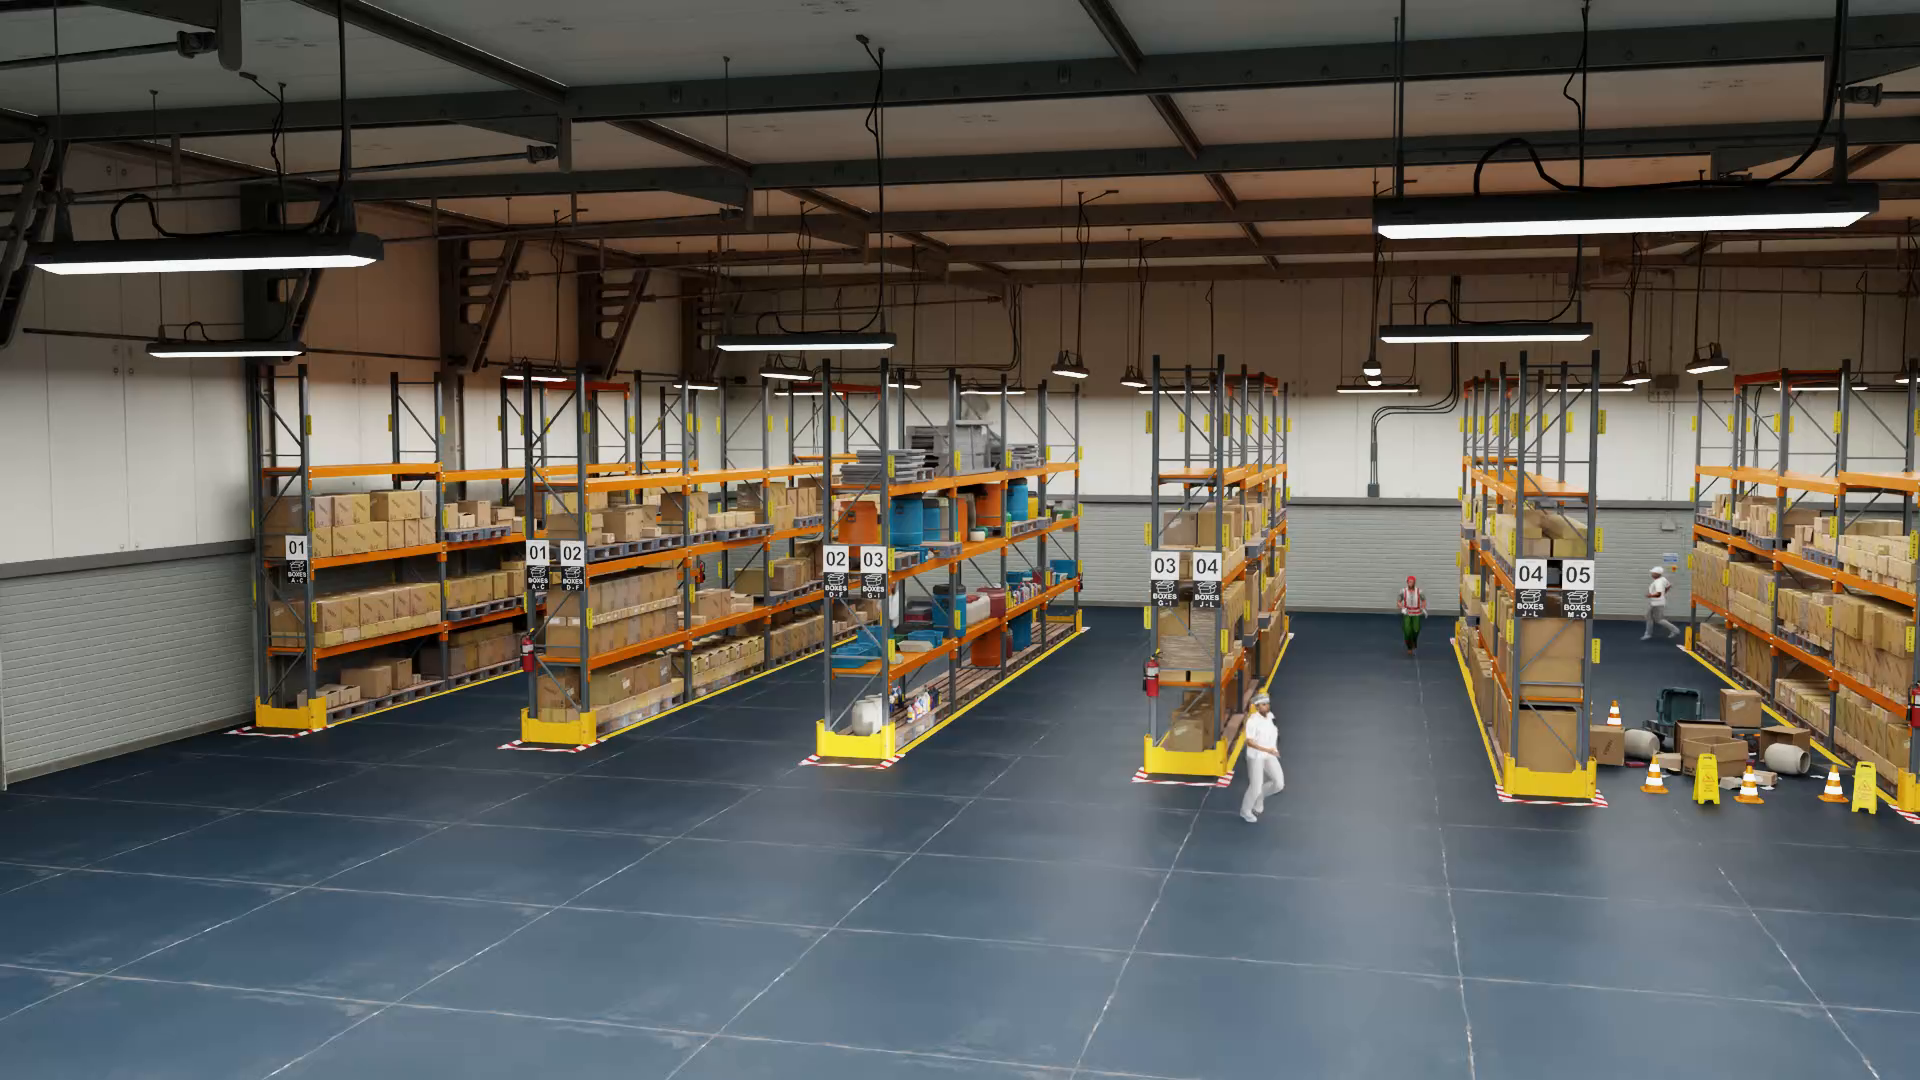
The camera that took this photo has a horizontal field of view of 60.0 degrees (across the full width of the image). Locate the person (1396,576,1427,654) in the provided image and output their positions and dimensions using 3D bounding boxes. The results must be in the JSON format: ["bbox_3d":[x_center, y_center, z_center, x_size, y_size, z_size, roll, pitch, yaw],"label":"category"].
[{"bbox_3d":[9.851,1.637,36.247,0.661,1.731,0.633,1,4,10],"label":"person"}]

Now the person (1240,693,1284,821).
[{"bbox_3d":[3.839,2.732,20.939,0.600,1.652,0.698,-2,5,-30],"label":"person"}]

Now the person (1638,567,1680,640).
[{"bbox_3d":[16.162,1.496,38.429,0.913,1.759,0.740,2,4,28],"label":"person"}]

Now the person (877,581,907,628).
[{"bbox_3d":[-1.462,1.607,35.695,0.661,1.603,0.847,0,4,0],"label":"person"}]
